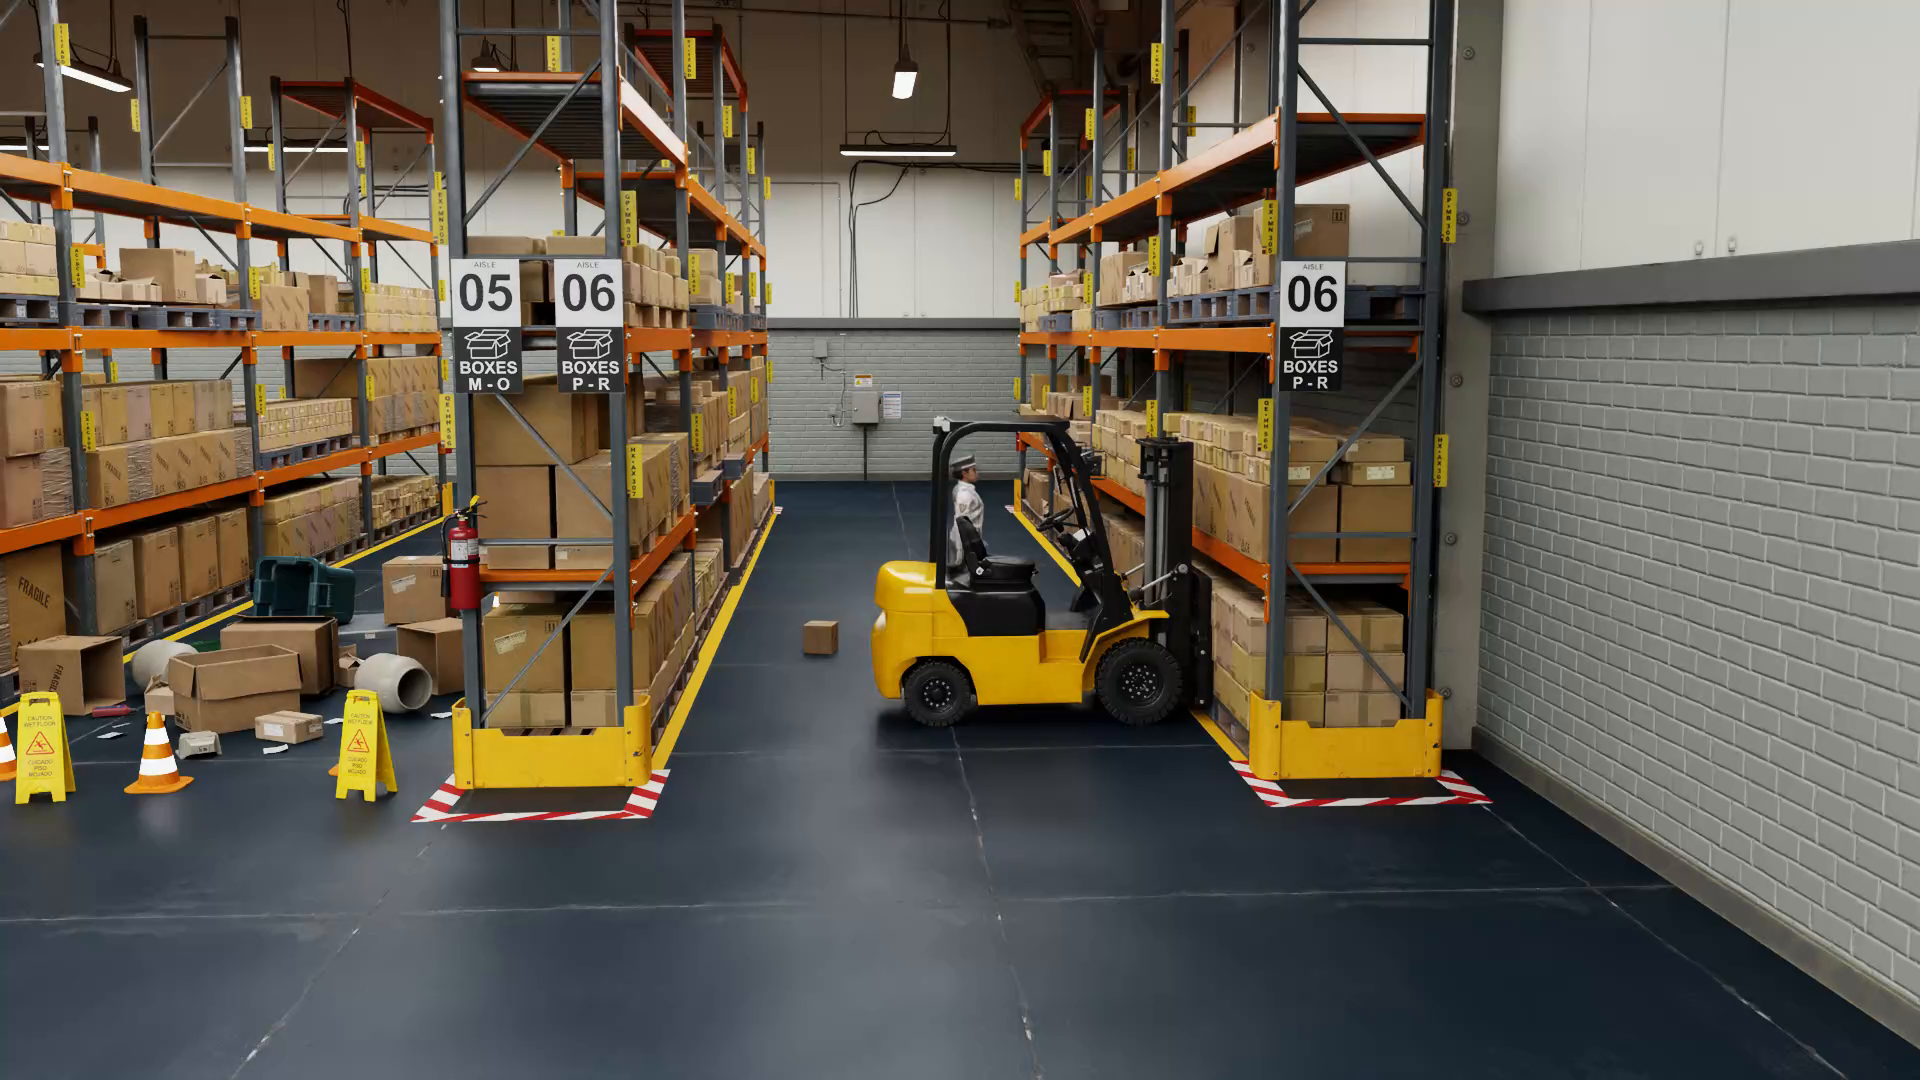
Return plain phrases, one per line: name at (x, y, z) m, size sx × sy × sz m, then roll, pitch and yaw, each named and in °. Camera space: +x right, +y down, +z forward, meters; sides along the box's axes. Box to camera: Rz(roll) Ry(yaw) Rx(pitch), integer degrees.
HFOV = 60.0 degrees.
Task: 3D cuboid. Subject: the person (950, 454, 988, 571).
person at (0.053, 0.024, 15.405) m, size 0.947 × 1.644 × 0.482 m, roll -1°, pitch 7°, yaw -10°
